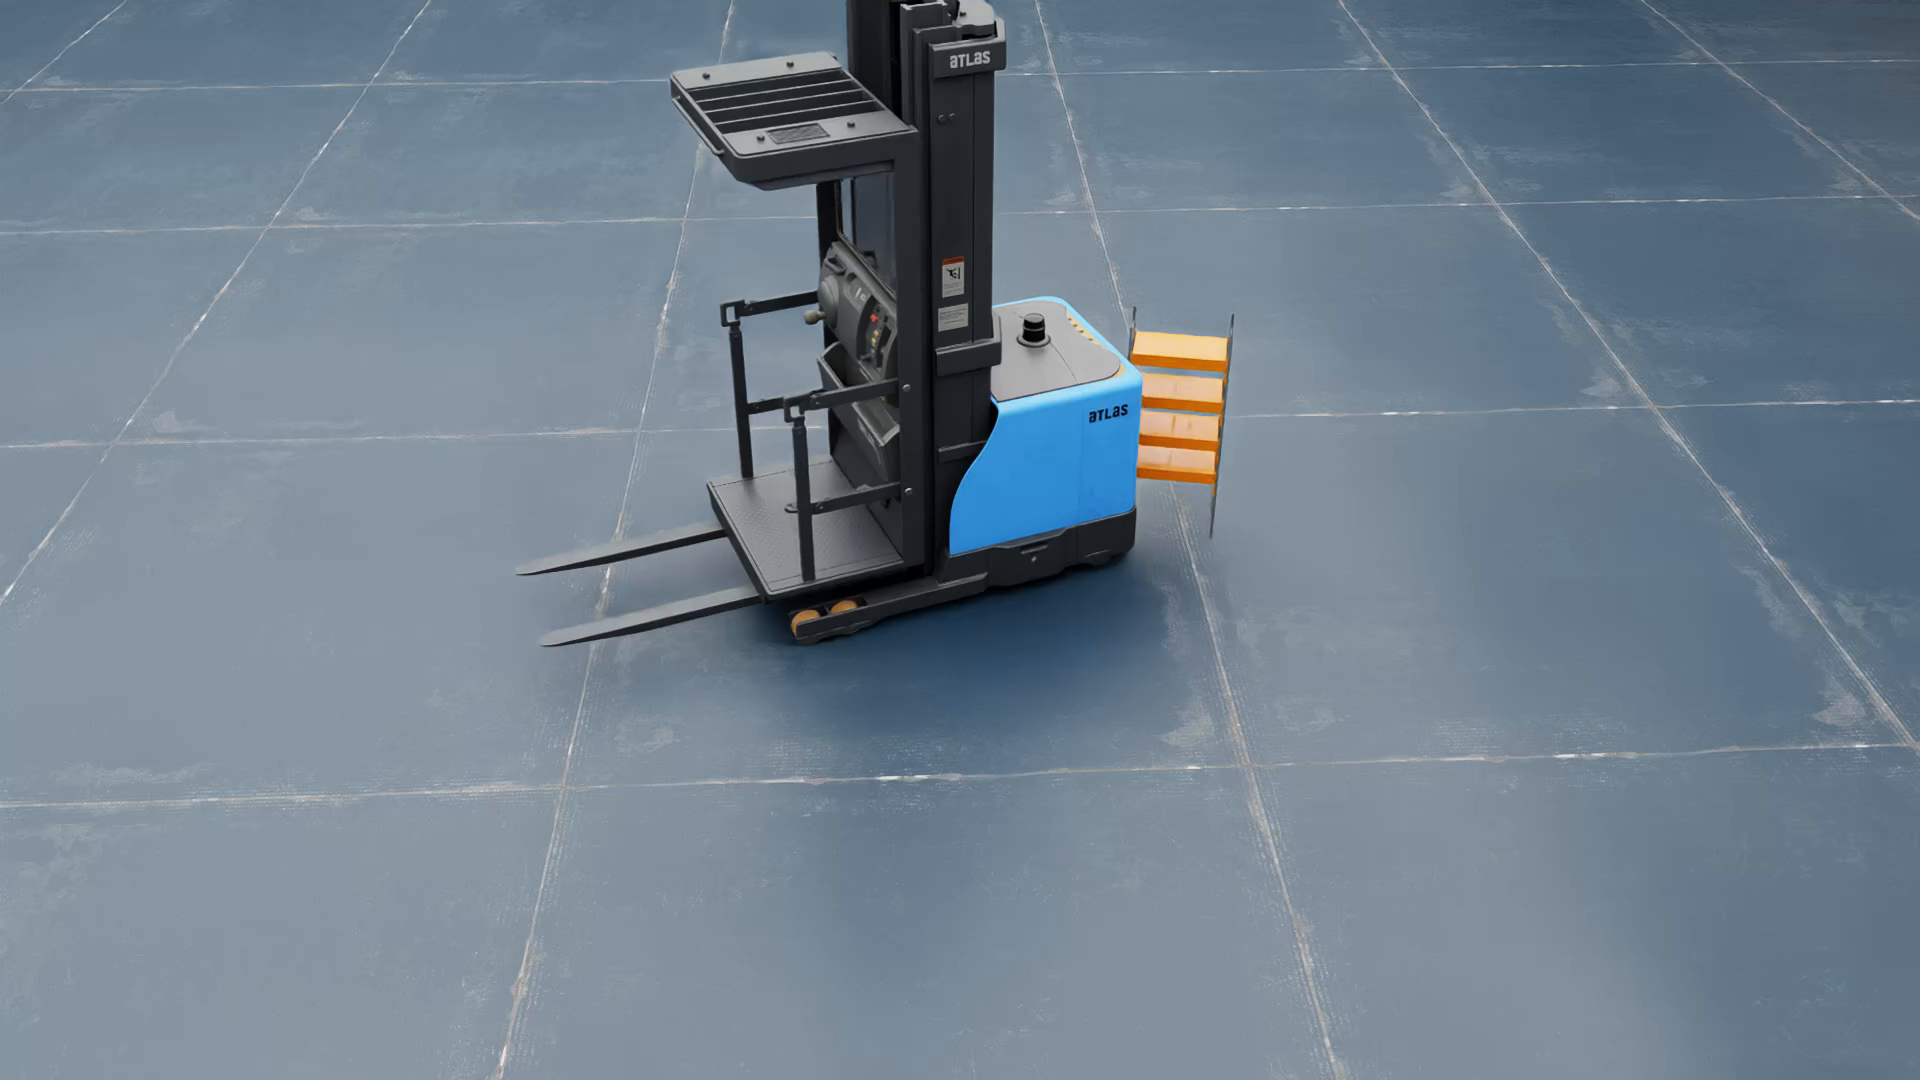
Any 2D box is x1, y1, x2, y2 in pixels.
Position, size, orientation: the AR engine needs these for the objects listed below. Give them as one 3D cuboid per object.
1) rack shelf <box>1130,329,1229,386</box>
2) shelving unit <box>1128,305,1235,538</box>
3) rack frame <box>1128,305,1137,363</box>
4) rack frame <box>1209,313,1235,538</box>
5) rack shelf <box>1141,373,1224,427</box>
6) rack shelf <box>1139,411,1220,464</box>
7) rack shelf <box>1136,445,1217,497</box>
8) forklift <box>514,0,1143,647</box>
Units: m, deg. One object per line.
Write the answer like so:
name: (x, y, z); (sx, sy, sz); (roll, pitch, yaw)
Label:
rack shelf: (1.100, -0.917, 8.330); (0.480, 0.148, 0.258); (5, 35, 8)
shelving unit: (1.100, -0.593, 8.553); (0.503, 1.200, 0.258); (5, 35, 8)
rack frame: (0.859, -0.616, 8.586); (0.015, 1.200, 0.240); (5, 35, 8)
rack frame: (1.341, -0.571, 8.520); (0.015, 1.200, 0.240); (5, 35, 8)
rack shelf: (1.100, -0.722, 8.464); (0.480, 0.148, 0.258); (5, 35, 8)
rack shelf: (1.100, -0.538, 8.591); (0.480, 0.148, 0.258); (5, 35, 8)
rack shelf: (1.100, -0.375, 8.704); (0.480, 0.148, 0.258); (5, 35, 8)
forklift: (-0.664, -1.043, 7.682); (3.031, 2.935, 1.130); (-14, 37, -19)
